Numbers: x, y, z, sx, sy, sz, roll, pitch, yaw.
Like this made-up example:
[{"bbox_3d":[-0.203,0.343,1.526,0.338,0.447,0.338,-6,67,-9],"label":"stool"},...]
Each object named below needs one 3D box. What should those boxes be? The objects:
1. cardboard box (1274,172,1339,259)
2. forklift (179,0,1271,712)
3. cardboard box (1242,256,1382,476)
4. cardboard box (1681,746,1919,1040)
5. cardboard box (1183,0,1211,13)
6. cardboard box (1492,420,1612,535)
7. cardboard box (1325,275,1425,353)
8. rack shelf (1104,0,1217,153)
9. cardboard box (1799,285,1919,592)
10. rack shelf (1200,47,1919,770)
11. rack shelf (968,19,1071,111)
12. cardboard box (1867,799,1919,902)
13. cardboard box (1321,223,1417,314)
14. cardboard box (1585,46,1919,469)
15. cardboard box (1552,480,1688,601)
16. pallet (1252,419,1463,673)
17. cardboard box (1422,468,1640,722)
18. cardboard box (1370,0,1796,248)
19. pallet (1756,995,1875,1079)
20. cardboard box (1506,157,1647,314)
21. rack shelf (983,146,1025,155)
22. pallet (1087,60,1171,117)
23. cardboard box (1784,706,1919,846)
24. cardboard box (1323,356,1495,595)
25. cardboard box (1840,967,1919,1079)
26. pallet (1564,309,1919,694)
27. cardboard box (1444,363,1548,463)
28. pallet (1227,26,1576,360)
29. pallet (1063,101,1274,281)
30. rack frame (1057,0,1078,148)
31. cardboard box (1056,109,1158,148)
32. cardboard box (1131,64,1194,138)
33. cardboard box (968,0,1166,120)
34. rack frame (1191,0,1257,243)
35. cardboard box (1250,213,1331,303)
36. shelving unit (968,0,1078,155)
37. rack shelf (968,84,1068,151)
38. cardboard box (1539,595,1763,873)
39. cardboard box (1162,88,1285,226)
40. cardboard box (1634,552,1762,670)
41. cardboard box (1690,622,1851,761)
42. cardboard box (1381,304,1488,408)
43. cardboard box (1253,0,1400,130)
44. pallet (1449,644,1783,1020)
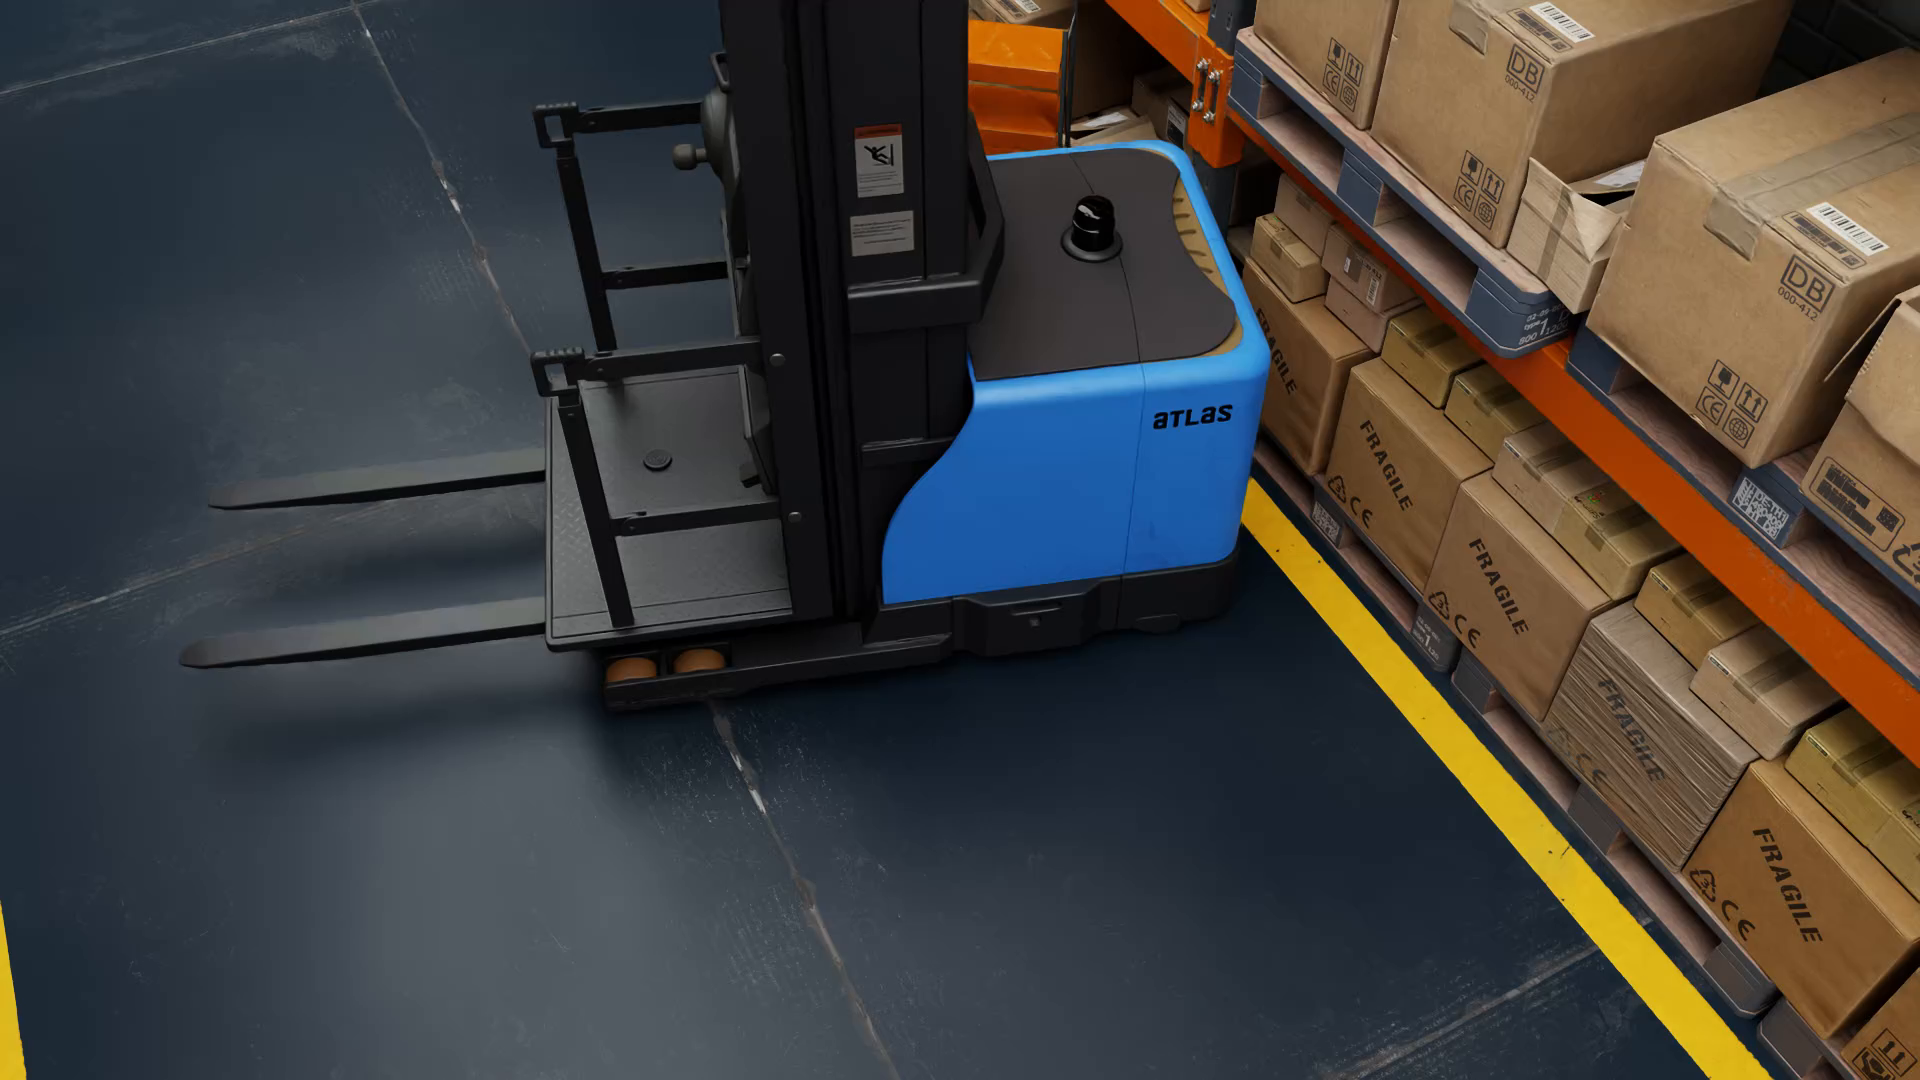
[{"bbox_3d":[1.157,-1.007,4.891,0.380,0.149,0.250,-22,52,-18],"label":"cardboard box"},{"bbox_3d":[-0.745,-0.902,4.092,3.031,2.935,1.130,-7,49,-6],"label":"forklift"},{"bbox_3d":[1.197,-0.605,5.168,0.500,0.500,0.500,-19,52,-16],"label":"cardboard box"},{"bbox_3d":[2.160,0.774,3.962,0.500,0.500,0.500,-19,52,-16],"label":"cardboard box"},{"bbox_3d":[0.805,-1.735,4.942,0.380,0.149,0.250,-21,52,-17],"label":"cardboard box"},{"bbox_3d":[1.645,-0.203,4.386,0.380,0.149,0.250,-21,52,-18],"label":"cardboard box"},{"bbox_3d":[1.299,-0.730,4.846,0.380,0.149,0.250,-22,53,-19],"label":"cardboard box"},{"bbox_3d":[0.260,-2.793,6.178,1.077,0.370,4.000,-21,52,-18],"label":"rack shelf"},{"bbox_3d":[2.095,-0.215,3.098,0.797,0.503,0.637,-22,52,-18],"label":"cardboard box"},{"bbox_3d":[2.091,-0.116,3.837,1.077,0.370,4.000,-21,52,-18],"label":"rack shelf"},{"bbox_3d":[0.099,-1.514,5.255,0.480,0.148,0.258,8,49,7],"label":"rack shelf"},{"bbox_3d":[2.241,0.658,3.633,0.380,0.149,0.250,-20,52,-16],"label":"cardboard box"},{"bbox_3d":[1.265,-0.829,4.735,0.380,0.149,0.250,-24,53,-19],"label":"cardboard box"},{"bbox_3d":[1.794,-0.590,3.428,0.700,0.500,0.500,-21,52,-18],"label":"cardboard box"},{"bbox_3d":[1.756,-0.036,4.240,0.380,0.149,0.250,-19,52,-16],"label":"cardboard box"},{"bbox_3d":[1.581,-0.242,5.321,1.003,0.211,1.213,-21,52,-18],"label":"pallet"},{"bbox_3d":[1.674,0.083,4.566,0.500,0.500,0.500,-23,53,-19],"label":"cardboard box"},{"bbox_3d":[1.435,-1.115,3.887,0.700,0.500,0.500,-21,52,-17],"label":"cardboard box"},{"bbox_3d":[2.698,1.391,3.893,1.003,0.211,1.213,-21,52,-18],"label":"pallet"},{"bbox_3d":[1.470,-0.723,3.700,0.396,0.266,0.258,-19,51,-16],"label":"cardboard box"},{"bbox_3d":[0.099,-1.211,5.601,0.480,0.148,0.258,8,49,7],"label":"rack shelf"},{"bbox_3d":[0.300,-2.051,6.904,1.003,0.211,1.213,-21,52,-18],"label":"pallet"},{"bbox_3d":[2.126,0.491,3.778,0.380,0.149,0.250,-22,52,-18],"label":"cardboard box"},{"bbox_3d":[1.449,-0.252,4.860,0.500,0.500,0.500,-22,52,-18],"label":"cardboard box"},{"bbox_3d":[2.402,1.123,3.657,0.500,0.500,0.500,-22,52,-18],"label":"cardboard box"},{"bbox_3d":[2.112,-0.251,3.604,1.003,0.211,1.213,-21,52,-18],"label":"pallet"},{"bbox_3d":[1.564,-0.383,4.543,0.380,0.149,0.250,-22,52,-18],"label":"cardboard box"},{"bbox_3d":[1.444,-1.056,4.308,1.003,0.211,1.213,-21,52,-18],"label":"pallet"},{"bbox_3d":[0.862,-1.233,6.189,1.003,0.211,1.213,-21,52,-18],"label":"pallet"},{"bbox_3d":[0.339,-1.221,5.520,0.015,1.200,0.240,8,49,7],"label":"rack frame"},{"bbox_3d":[0.496,-1.440,6.054,0.396,0.266,0.258,-19,52,-16],"label":"cardboard box"},{"bbox_3d":[0.885,-1.705,6.363,0.380,0.149,0.250,-22,52,-18],"label":"cardboard box"},{"bbox_3d":[0.372,-1.962,6.354,0.700,0.500,0.500,-23,53,-19],"label":"cardboard box"},{"bbox_3d":[1.176,-1.691,4.737,1.000,3.000,0.127,-21,52,-18],"label":"rack frame"},{"bbox_3d":[1.103,-0.888,4.985,0.380,0.149,0.250,-19,51,-16],"label":"cardboard box"},{"bbox_3d":[0.099,-1.255,5.551,0.503,1.200,0.258,8,49,7],"label":"shelving unit"},{"bbox_3d":[0.099,-1.358,5.433,0.480,0.148,0.258,8,49,7],"label":"rack shelf"},{"bbox_3d":[1.906,0.432,4.261,0.500,0.500,0.500,-23,53,-19],"label":"cardboard box"},{"bbox_3d":[1.083,-1.468,6.048,0.500,0.311,0.500,-19,52,-16],"label":"cardboard box"},{"bbox_3d":[1.906,0.134,4.090,0.380,0.149,0.250,-21,52,-17],"label":"cardboard box"},{"bbox_3d":[1.973,0.316,3.931,0.380,0.149,0.250,-23,53,-19],"label":"cardboard box"},{"bbox_3d":[1.426,-0.562,4.699,0.380,0.149,0.250,-24,53,-19],"label":"cardboard box"},{"bbox_3d":[1.198,-1.462,4.190,0.700,0.500,0.500,-20,52,-17],"label":"cardboard box"},{"bbox_3d":[2.144,0.576,4.606,1.003,0.211,1.213,-21,52,-18],"label":"pallet"}]
